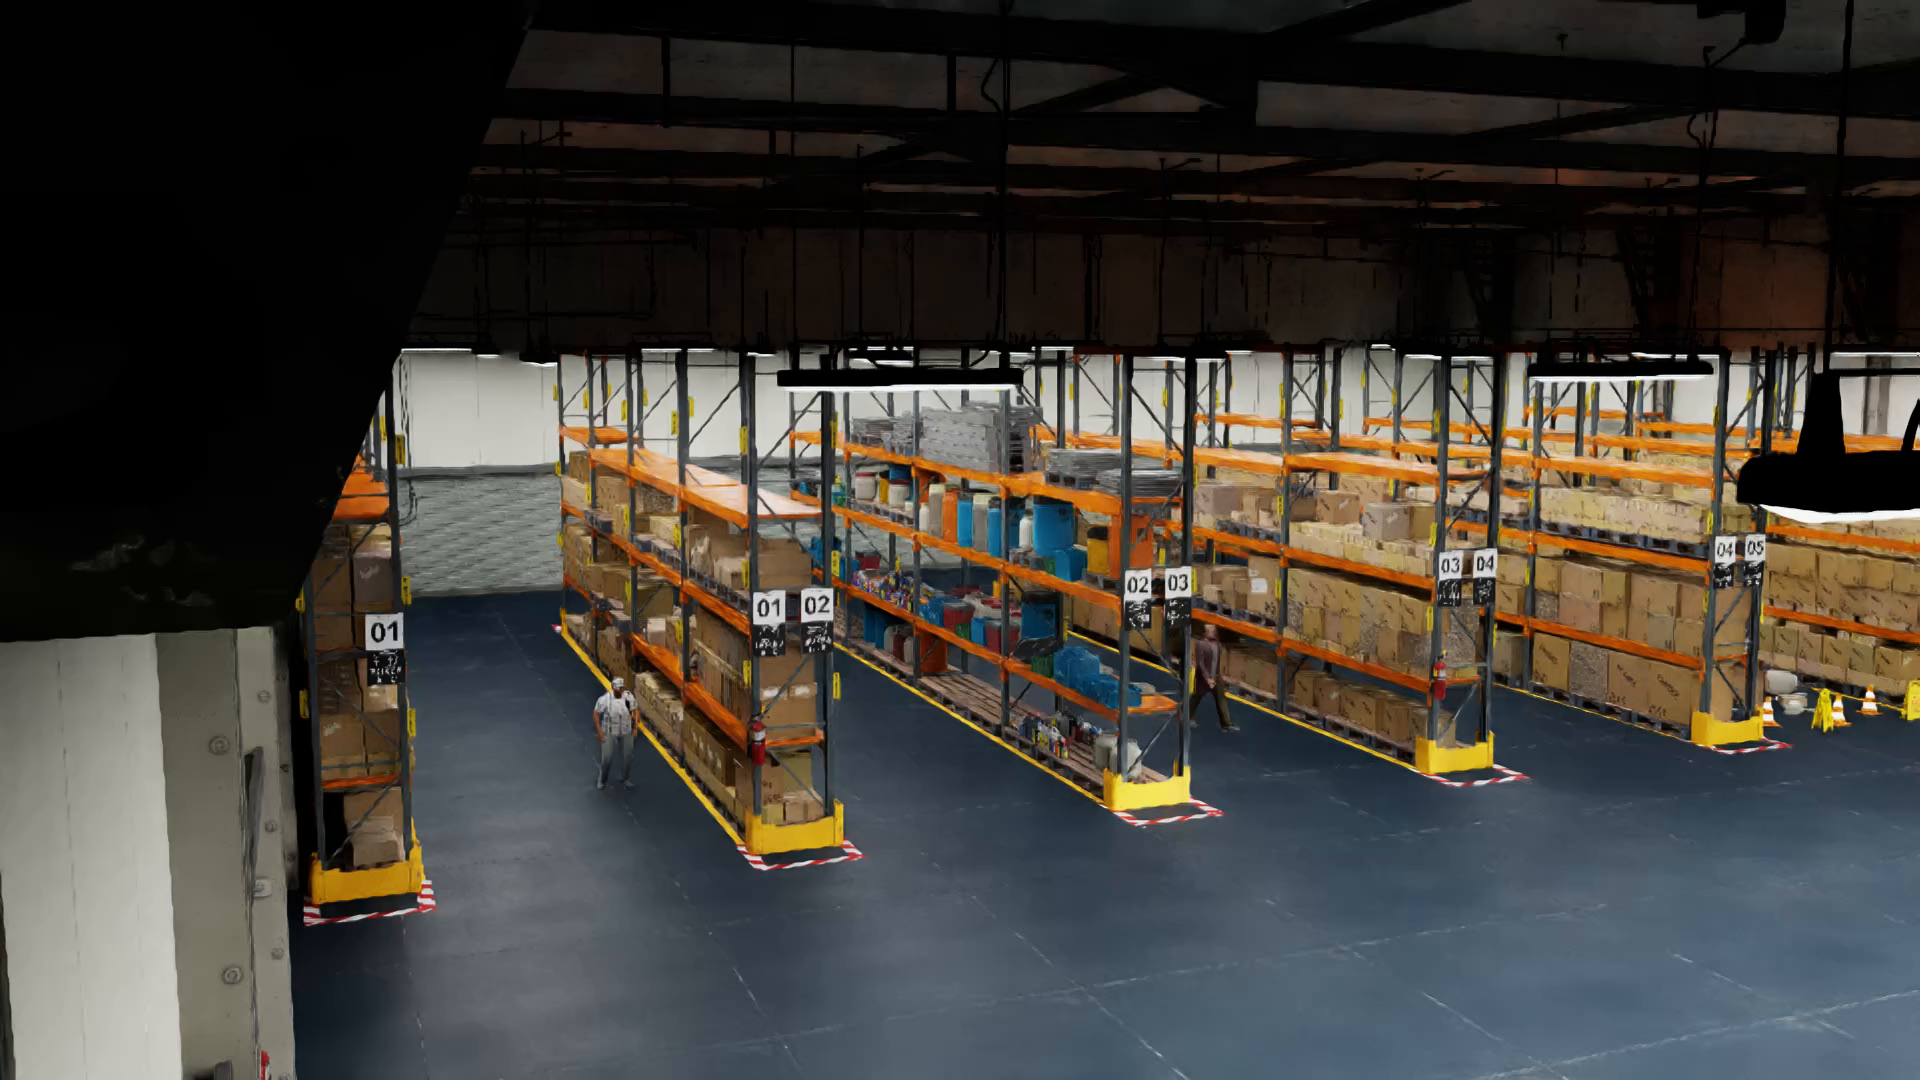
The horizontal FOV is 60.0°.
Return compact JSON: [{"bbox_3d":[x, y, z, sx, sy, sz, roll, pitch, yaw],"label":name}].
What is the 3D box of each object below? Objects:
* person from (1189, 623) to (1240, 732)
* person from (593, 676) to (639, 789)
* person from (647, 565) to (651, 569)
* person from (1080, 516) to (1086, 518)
[{"bbox_3d":[3.910,2.153,26.124,0.574,1.715,1.104,-4,8,-29],"label":"person"},{"bbox_3d":[-4.716,2.645,22.866,0.625,1.611,0.582,-3,8,-23],"label":"person"},{"bbox_3d":[-7.428,0.539,39.468,0.498,1.588,0.476,4,8,31],"label":"person"},{"bbox_3d":[3.070,0.168,42.193,0.488,1.587,1.089,-3,8,-23],"label":"person"}]
